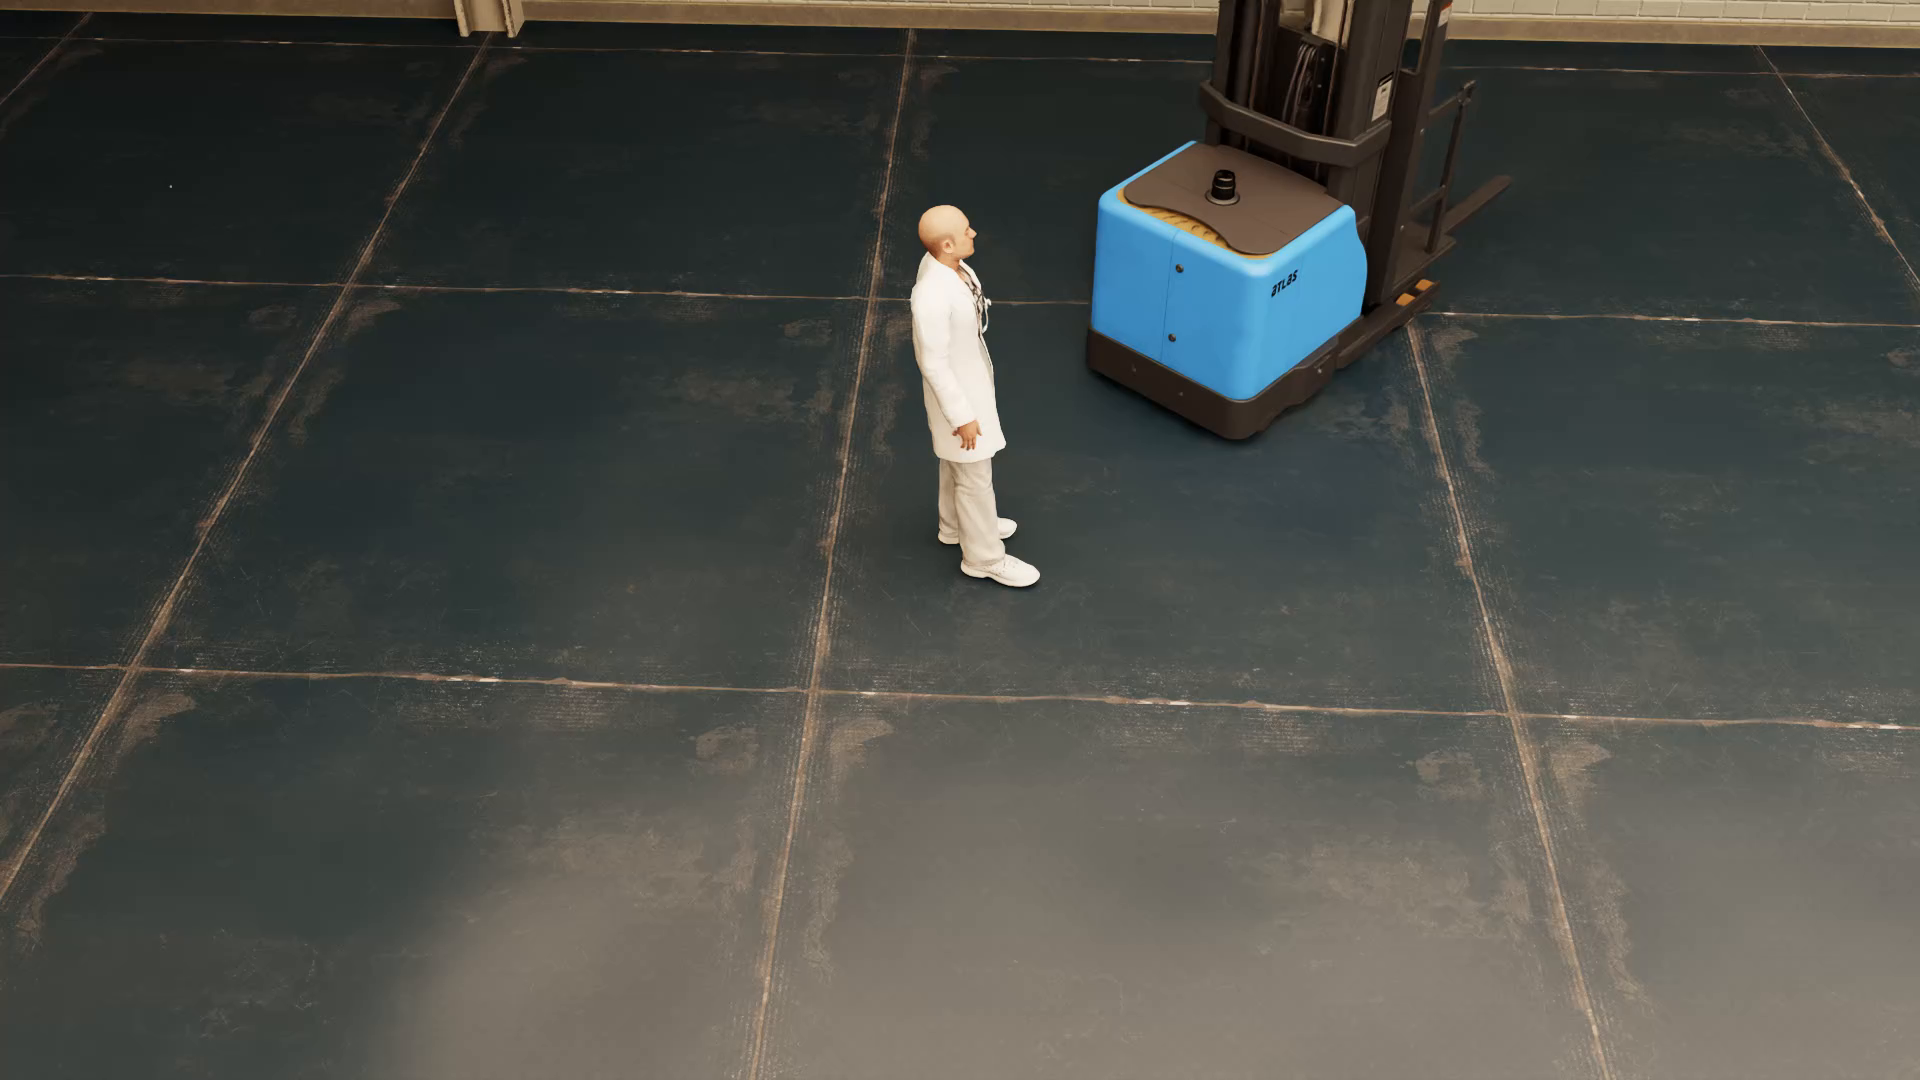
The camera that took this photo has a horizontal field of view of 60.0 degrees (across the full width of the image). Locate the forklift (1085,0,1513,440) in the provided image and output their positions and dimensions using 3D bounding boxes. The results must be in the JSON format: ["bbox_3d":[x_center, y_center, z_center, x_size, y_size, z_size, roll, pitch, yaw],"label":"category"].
[{"bbox_3d":[2.038,-2.491,8.471,1.130,2.935,3.031,32,51,30],"label":"forklift"}]

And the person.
[{"bbox_3d":[0.092,-0.657,7.306,0.577,1.779,0.698,2,42,2],"label":"person"}]
